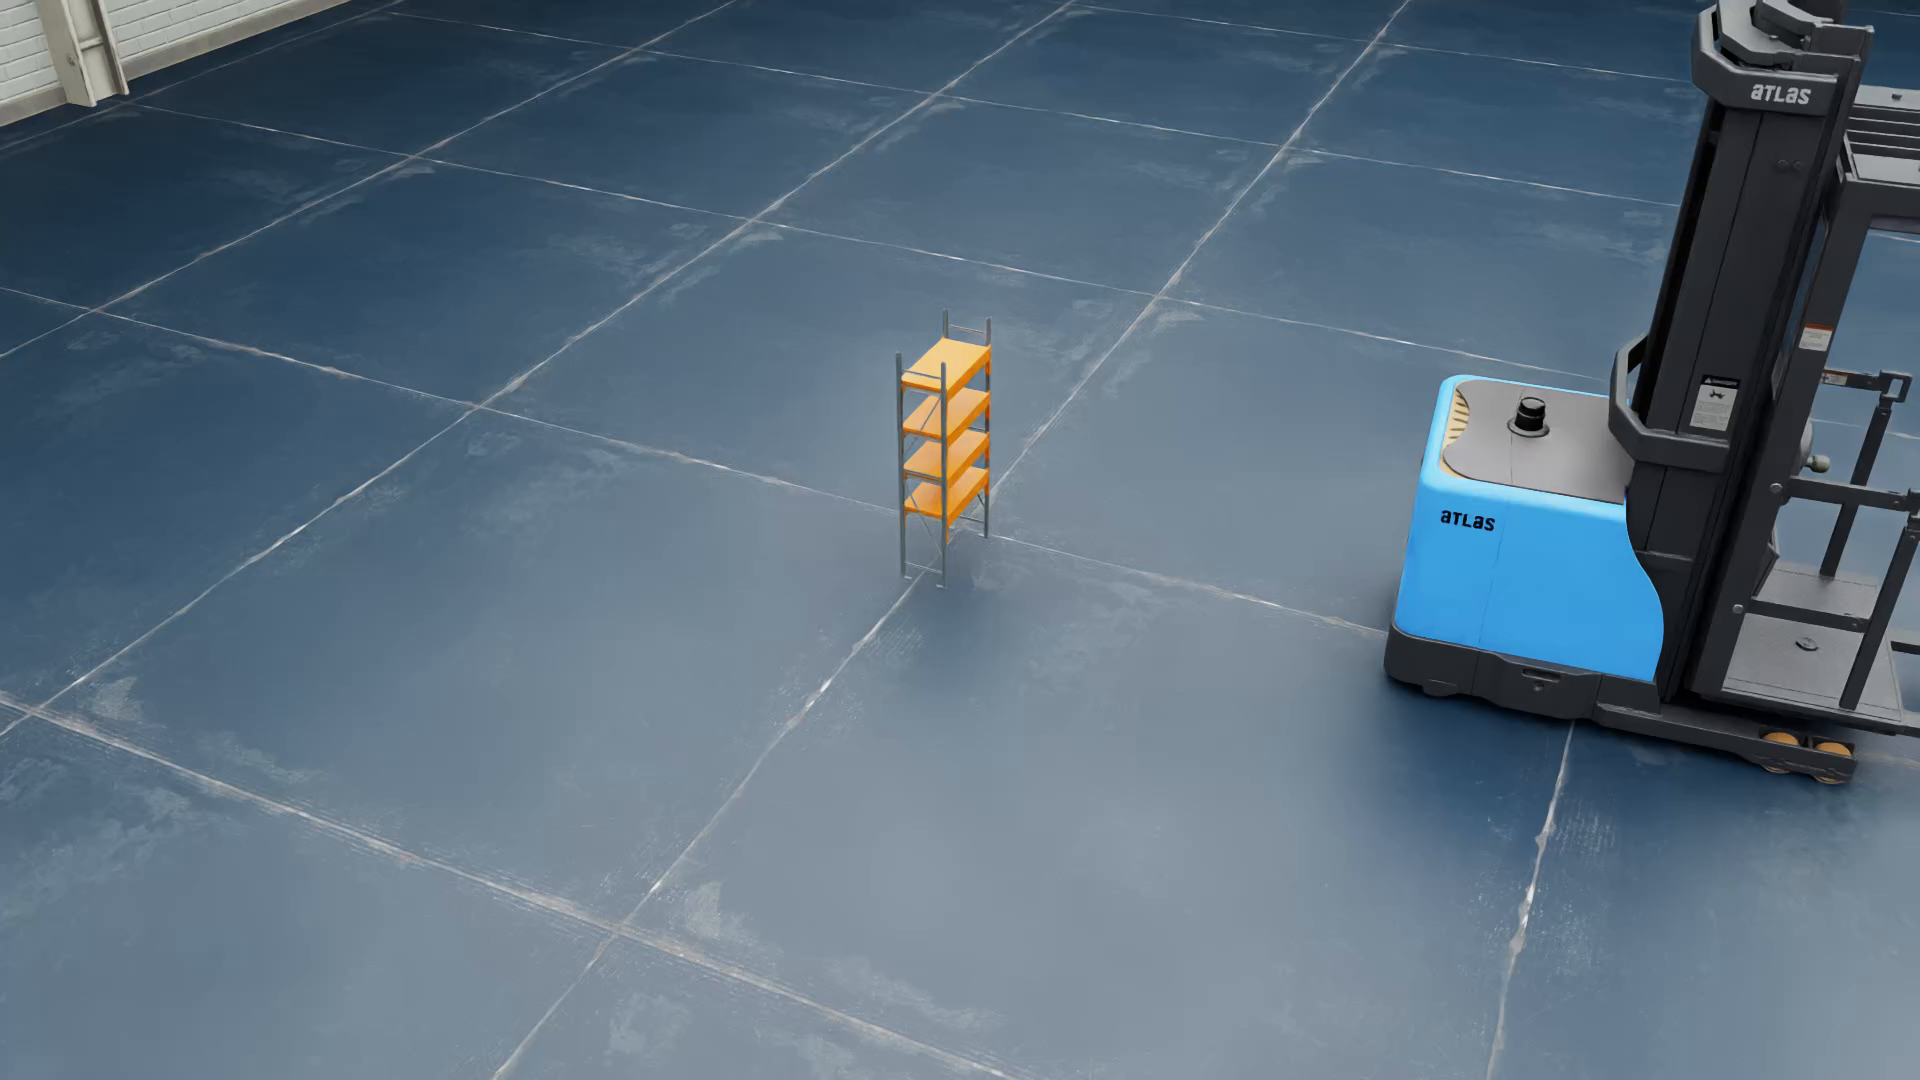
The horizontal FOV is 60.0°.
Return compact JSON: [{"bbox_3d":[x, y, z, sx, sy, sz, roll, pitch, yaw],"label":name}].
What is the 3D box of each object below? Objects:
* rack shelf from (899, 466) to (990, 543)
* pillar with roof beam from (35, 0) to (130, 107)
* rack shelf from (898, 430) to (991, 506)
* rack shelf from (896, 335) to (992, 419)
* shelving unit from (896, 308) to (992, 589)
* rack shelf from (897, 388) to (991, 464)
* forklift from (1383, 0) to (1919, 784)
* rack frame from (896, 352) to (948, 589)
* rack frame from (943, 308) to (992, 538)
[{"bbox_3d":[-0.069,-0.197,7.941,0.258,0.148,0.480,14,36,20],"label":"rack shelf"},{"bbox_3d":[-3.290,-6.471,9.913,9.100,9.000,0.400,14,36,20],"label":"pillar with roof beam"},{"bbox_3d":[-0.069,-0.363,7.832,0.258,0.148,0.480,14,36,20],"label":"rack shelf"},{"bbox_3d":[-0.069,-0.748,7.580,0.258,0.148,0.480,14,36,20],"label":"rack shelf"},{"bbox_3d":[-0.069,-0.419,7.795,0.258,1.200,0.503,14,36,20],"label":"shelving unit"},{"bbox_3d":[-0.069,-0.550,7.710,0.258,0.148,0.480,14,36,20],"label":"rack shelf"},{"bbox_3d":[3.426,-0.567,6.442,3.031,2.935,1.130,11,35,16],"label":"forklift"},{"bbox_3d":[-0.171,-0.298,7.610,0.240,1.200,0.015,14,36,20],"label":"rack frame"},{"bbox_3d":[0.033,-0.541,7.981,0.240,1.200,0.015,14,36,20],"label":"rack frame"}]
